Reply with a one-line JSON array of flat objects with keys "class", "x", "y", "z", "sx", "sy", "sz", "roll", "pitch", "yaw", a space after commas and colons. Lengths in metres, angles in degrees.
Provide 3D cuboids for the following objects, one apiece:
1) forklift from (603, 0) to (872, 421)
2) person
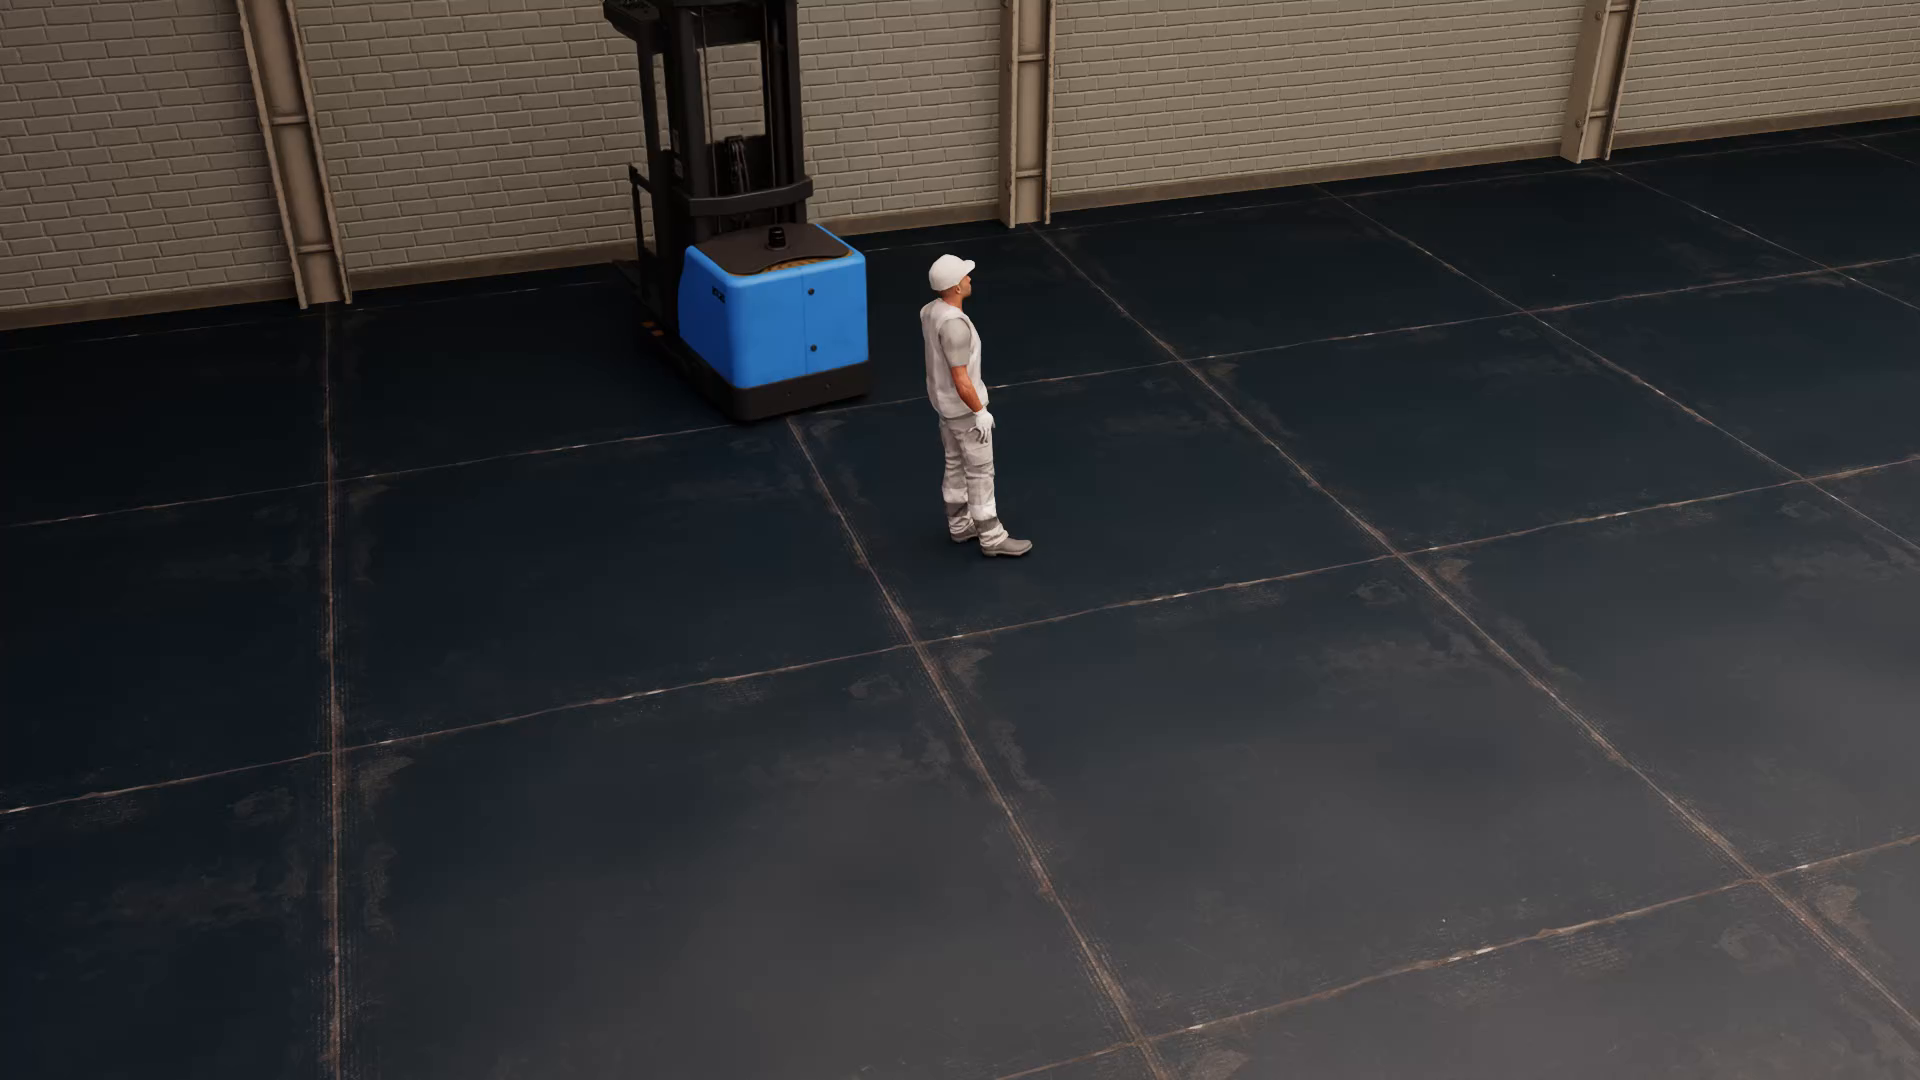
[{"class": "forklift", "x": -1.791, "y": -2.780, "z": 11.919, "sx": 1.130, "sy": 2.935, "sz": 3.031, "roll": -16, "pitch": 34, "yaw": -25}, {"class": "person", "x": 0.080, "y": -0.789, "z": 9.590, "sx": 0.562, "sy": 1.789, "sz": 0.638, "roll": -10, "pitch": 31, "yaw": -16}]
